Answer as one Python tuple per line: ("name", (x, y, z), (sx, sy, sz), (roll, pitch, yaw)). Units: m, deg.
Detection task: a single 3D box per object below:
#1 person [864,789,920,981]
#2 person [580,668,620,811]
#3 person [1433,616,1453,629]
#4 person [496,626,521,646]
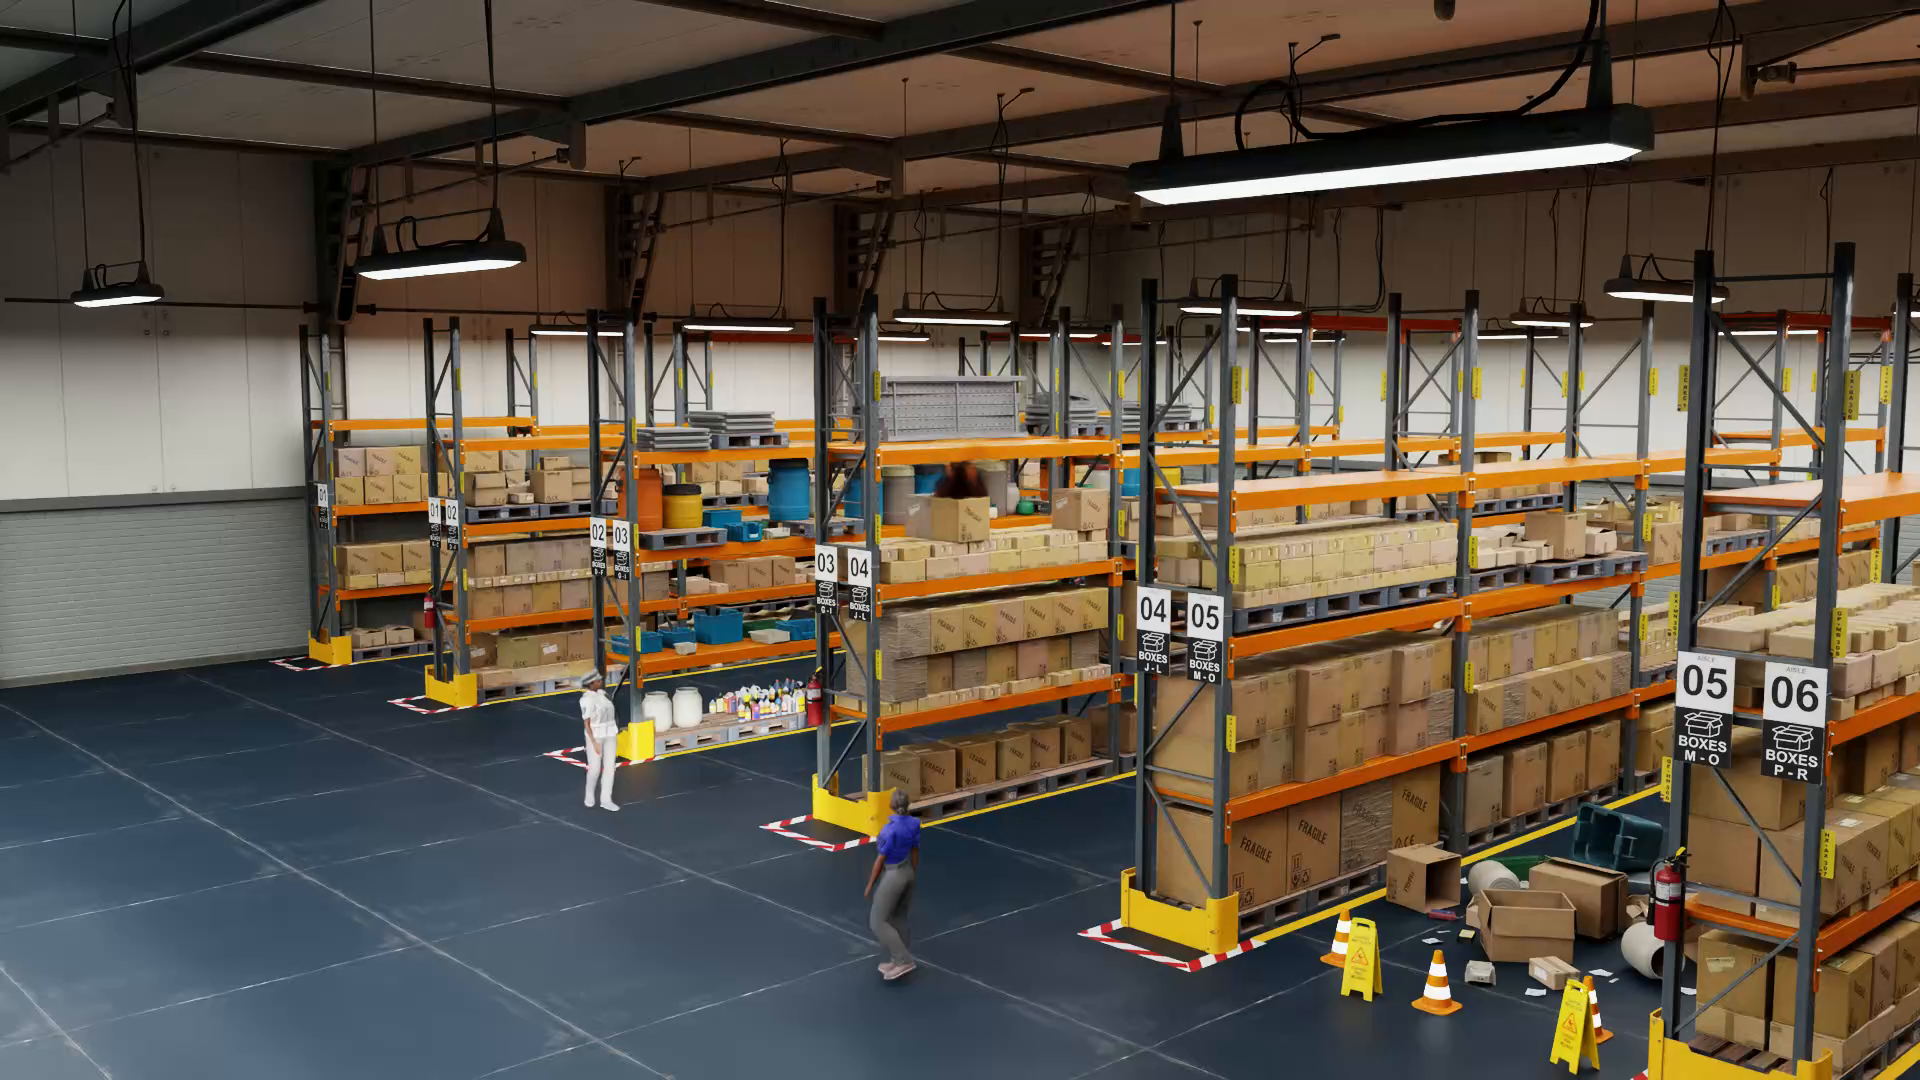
("person", (-0.555, 2.924, 14.164), (0.457, 1.647, 0.466), (2, 6, 19))
("person", (-4.243, 2.349, 19.678), (0.489, 1.688, 0.510), (-5, 8, -40))
("person", (7.124, 1.822, 24.475), (1.128, 1.725, 0.619), (-5, 8, -41))
("person", (-7.770, 1.491, 28.685), (0.524, 1.696, 0.460), (0, 6, 0))
